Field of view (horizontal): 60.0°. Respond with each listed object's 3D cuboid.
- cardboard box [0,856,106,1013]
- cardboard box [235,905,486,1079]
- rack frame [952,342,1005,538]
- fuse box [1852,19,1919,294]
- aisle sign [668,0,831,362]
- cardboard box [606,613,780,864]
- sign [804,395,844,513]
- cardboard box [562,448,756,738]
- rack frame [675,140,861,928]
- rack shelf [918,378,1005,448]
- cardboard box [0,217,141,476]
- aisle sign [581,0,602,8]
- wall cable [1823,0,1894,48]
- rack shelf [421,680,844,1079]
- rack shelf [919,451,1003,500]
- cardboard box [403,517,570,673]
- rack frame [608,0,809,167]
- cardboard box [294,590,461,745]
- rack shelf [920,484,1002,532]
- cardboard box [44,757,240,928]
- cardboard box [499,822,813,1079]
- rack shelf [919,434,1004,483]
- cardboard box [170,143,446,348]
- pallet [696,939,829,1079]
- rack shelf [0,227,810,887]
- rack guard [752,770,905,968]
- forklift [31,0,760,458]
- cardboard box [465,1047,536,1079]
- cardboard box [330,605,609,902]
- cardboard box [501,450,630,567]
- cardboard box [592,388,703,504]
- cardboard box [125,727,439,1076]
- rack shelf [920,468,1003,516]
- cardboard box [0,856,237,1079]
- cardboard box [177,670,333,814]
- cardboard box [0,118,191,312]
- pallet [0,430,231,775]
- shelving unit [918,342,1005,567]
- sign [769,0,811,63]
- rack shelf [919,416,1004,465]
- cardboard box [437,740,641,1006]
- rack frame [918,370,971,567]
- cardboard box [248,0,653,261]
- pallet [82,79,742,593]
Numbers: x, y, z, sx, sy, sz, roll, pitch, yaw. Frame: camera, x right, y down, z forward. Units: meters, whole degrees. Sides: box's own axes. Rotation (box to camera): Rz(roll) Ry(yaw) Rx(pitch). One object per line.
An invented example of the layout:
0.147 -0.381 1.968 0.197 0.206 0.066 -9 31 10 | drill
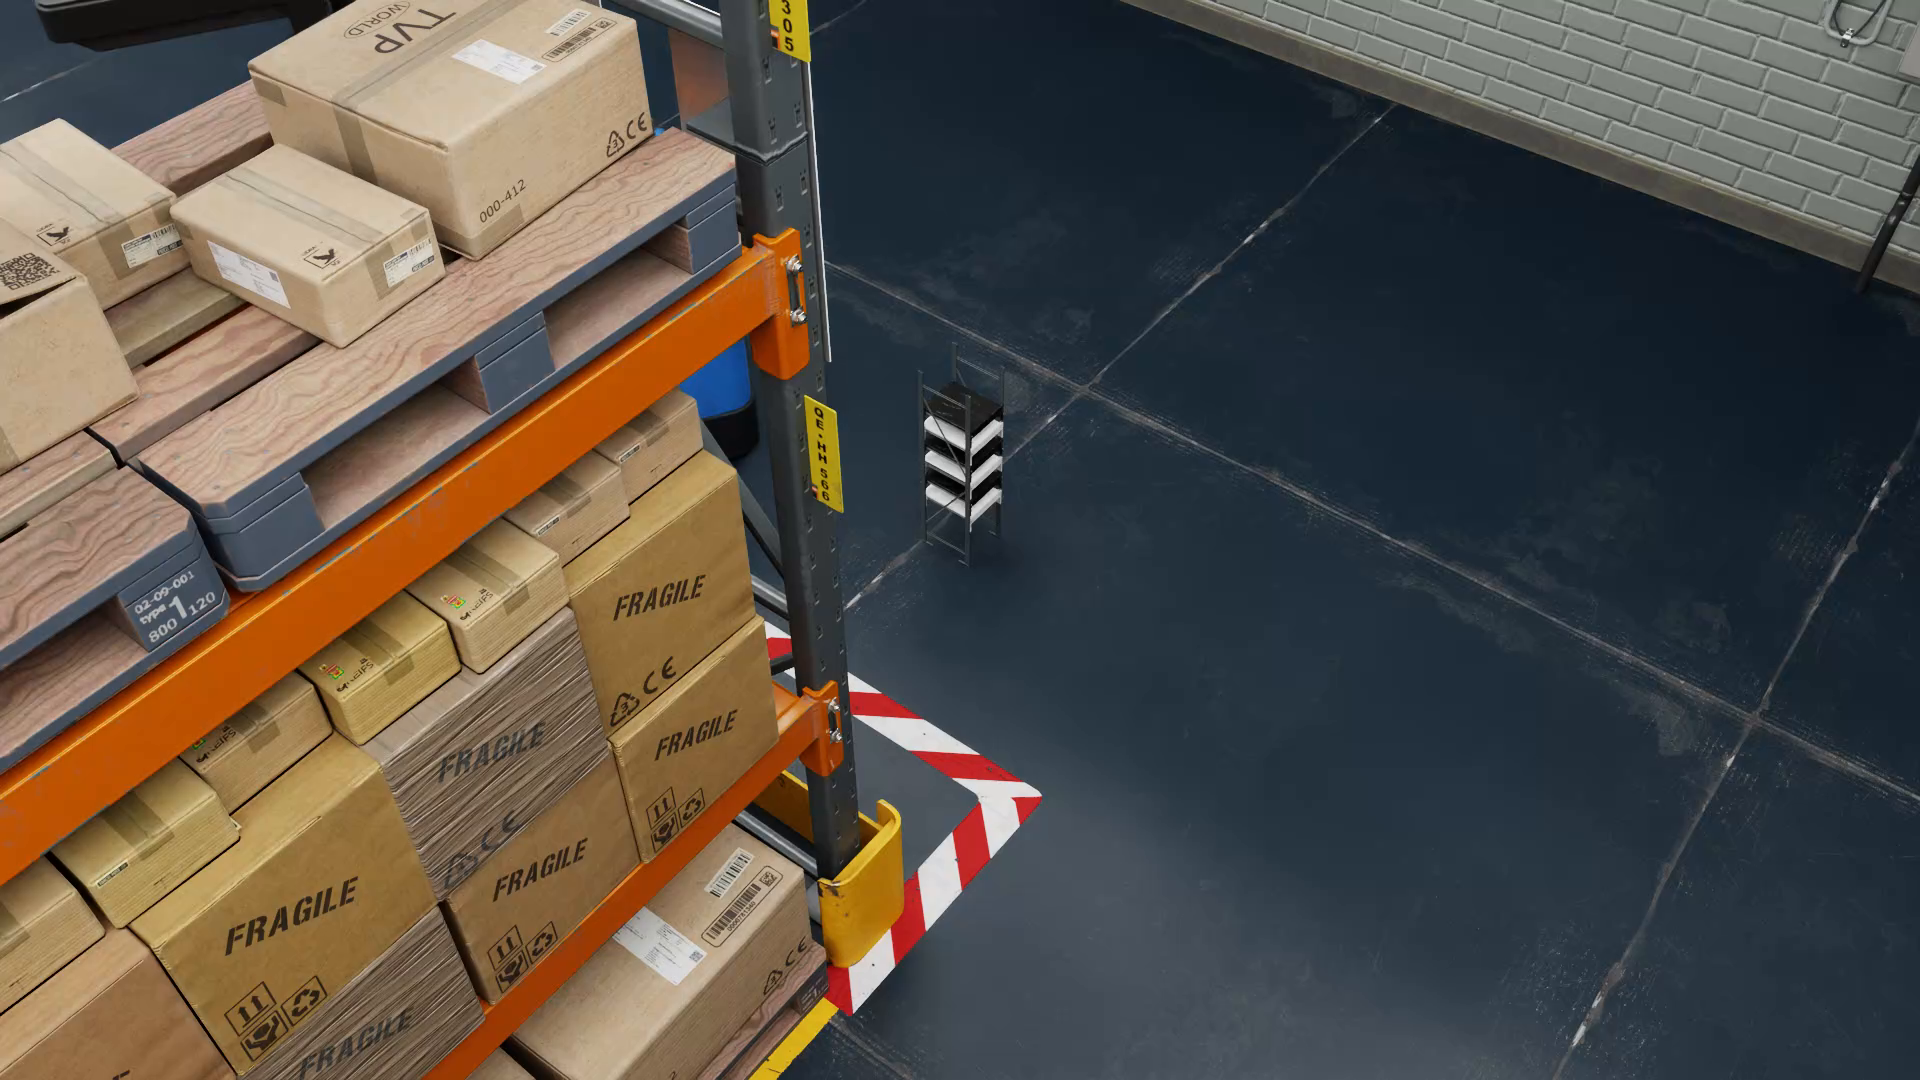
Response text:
-1.715 0.621 2.873 0.380 0.149 0.250 31 54 26 | cardboard box
-1.453 0.973 3.677 0.500 0.500 0.500 31 54 26 | cardboard box
0.067 -0.374 6.485 0.240 0.900 0.006 29 53 25 | rack frame
4.260 -1.744 7.233 0.539 1.711 0.414 29 53 25 | fuse box
-0.452 -0.767 3.610 0.394 0.787 0.004 29 53 25 | aisle sign
-0.827 0.394 4.230 0.500 0.500 0.500 29 53 25 | cardboard box
-0.321 -0.199 3.901 0.100 0.325 0.005 29 53 25 | sign
-0.848 0.036 3.880 0.500 0.500 0.500 31 54 26 | cardboard box
-0.742 0.035 4.642 1.000 3.000 0.127 29 53 25 | rack frame
0.005 -0.479 6.258 0.258 0.077 0.200 29 53 25 | rack shelf
-1.696 -0.315 2.604 0.500 0.311 0.500 30 53 26 | cardboard box
-0.927 -1.032 3.864 0.394 0.787 0.004 29 53 25 | aisle sign
3.817 -2.932 6.774 0.588 1.984 0.122 29 53 25 | wall cable
-1.965 1.428 3.809 1.077 0.370 4.000 29 53 25 | rack shelf
0.005 -0.292 6.453 0.258 0.077 0.200 29 53 25 | rack shelf
-1.030 0.066 3.403 0.380 0.149 0.250 29 53 25 | cardboard box
-0.742 -2.037 2.473 1.000 3.000 0.127 29 53 25 | rack frame
-1.217 0.192 3.283 0.380 0.149 0.250 30 53 26 | cardboard box
0.005 -0.168 6.583 0.258 0.077 0.200 29 53 25 | rack shelf
-1.539 0.480 3.008 0.380 0.149 0.250 30 53 26 | cardboard box
-1.066 1.197 5.013 0.875 0.438 0.875 27 52 24 | cardboard box
0.005 -0.355 6.388 0.258 0.077 0.200 29 53 25 | rack shelf
-1.139 -0.521 2.913 0.380 0.149 0.250 25 51 22 | cardboard box
-1.169 1.491 5.180 1.003 0.211 1.213 29 53 25 | pallet
-1.965 0.392 2.724 1.077 0.370 4.000 29 53 25 | rack shelf
-0.727 0.885 5.559 1.175 0.500 0.348 29 53 25 | rack guard
-2.420 -1.285 5.950 3.031 2.935 1.130 -17 49 -15 | forklift
-1.619 1.725 4.510 0.875 0.438 0.875 31 54 26 | cardboard box
-1.144 0.349 3.582 0.500 0.500 0.500 29 53 25 | cardboard box
-0.939 -0.119 3.580 0.380 0.149 0.250 30 53 26 | cardboard box
-0.803 -0.275 3.729 0.380 0.149 0.250 30 53 25 | cardboard box
-1.449 0.630 3.313 0.500 0.500 0.500 29 53 25 | cardboard box
0.005 -0.230 6.518 0.258 0.077 0.200 29 53 25 | rack shelf
-1.758 0.917 3.039 0.500 0.500 0.500 29 53 25 | cardboard box
-1.433 0.310 3.170 0.380 0.149 0.250 29 53 25 | cardboard box
-1.589 -0.573 2.962 0.380 0.149 0.250 31 54 26 | cardboard box
-1.933 0.160 2.510 1.003 0.211 1.213 29 53 25 | pallet
0.005 -0.315 6.429 0.258 0.900 0.210 29 53 25 | shelving unit
-0.321 -1.031 3.029 0.100 0.325 0.005 29 53 25 | sign
0.005 -0.417 6.323 0.258 0.077 0.200 29 53 25 | rack shelf
-1.146 0.674 3.962 0.500 0.500 0.500 28 52 24 | cardboard box
-0.057 -0.257 6.373 0.240 0.900 0.006 29 53 25 | rack frame
-0.946 -0.831 3.139 0.500 0.250 0.500 25 51 22 | cardboard box
-1.187 -0.541 3.179 1.003 0.211 1.213 29 53 25 | pallet
